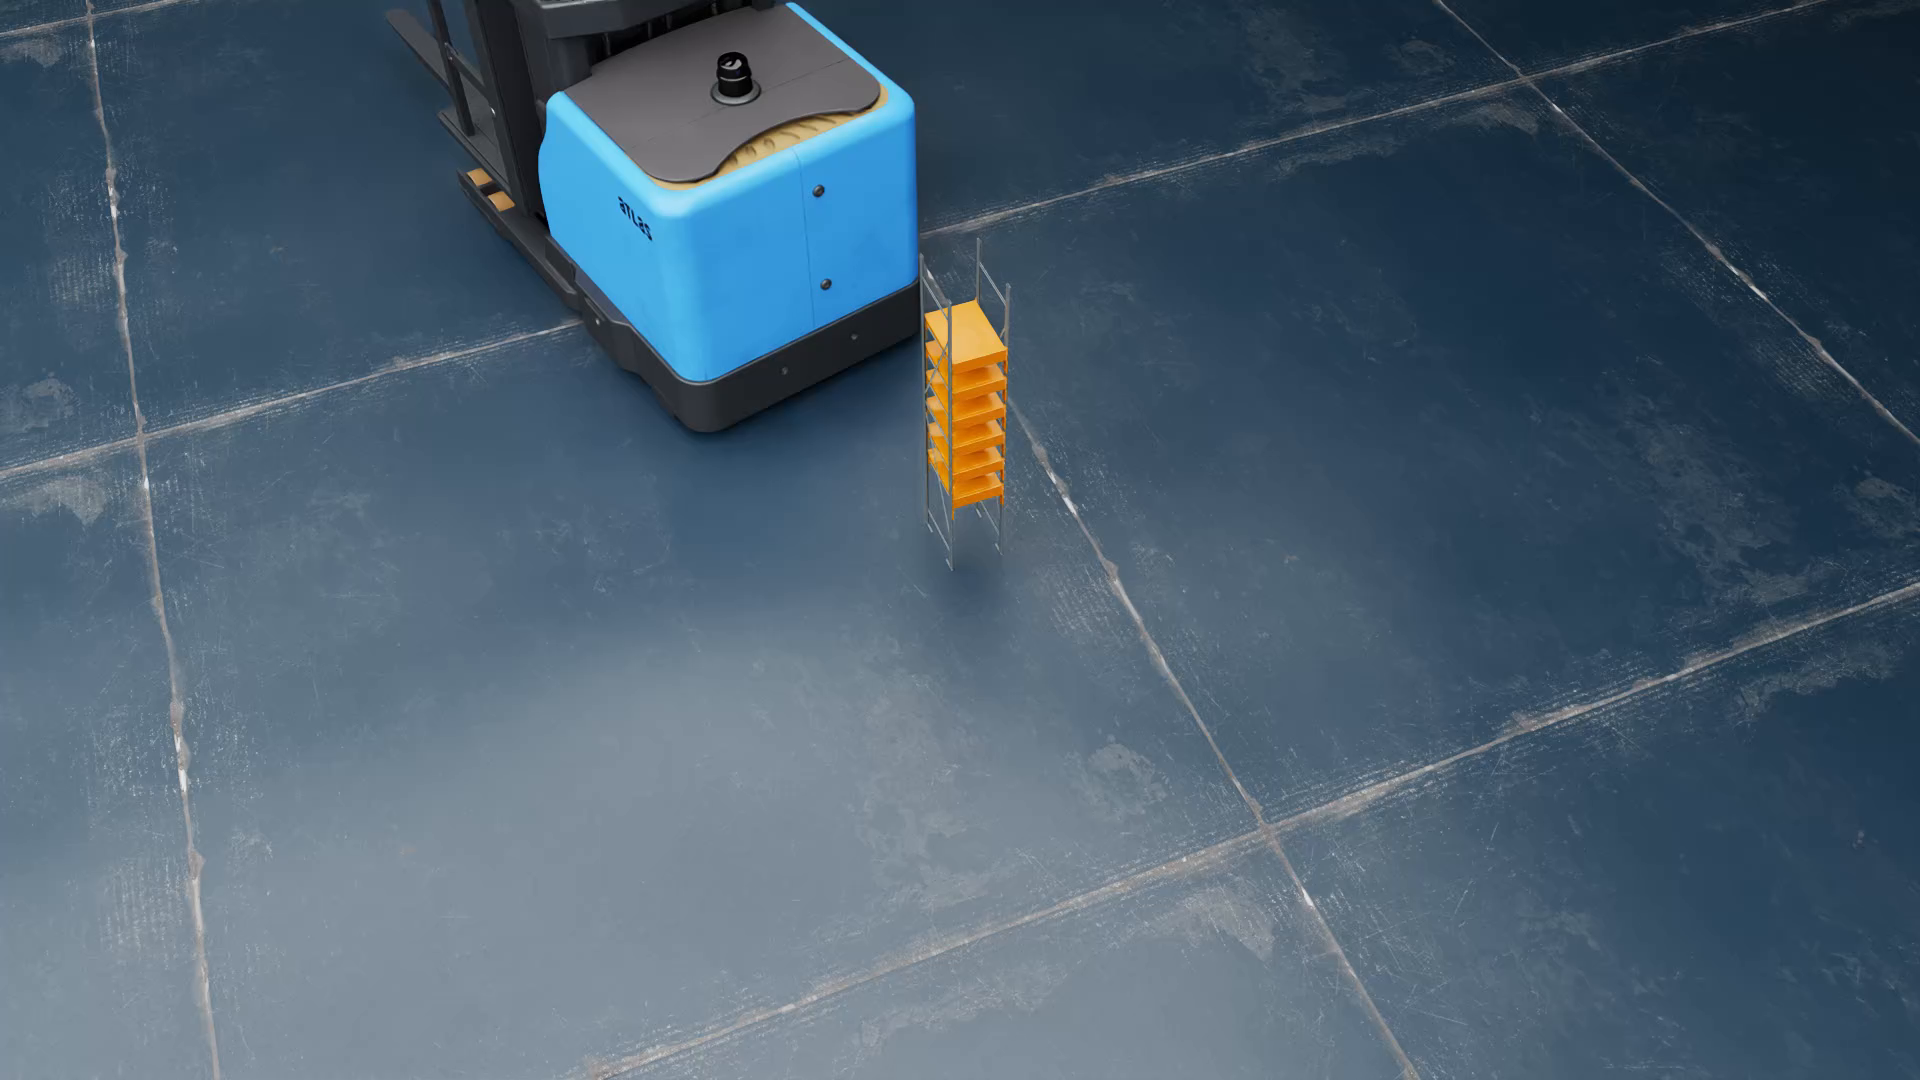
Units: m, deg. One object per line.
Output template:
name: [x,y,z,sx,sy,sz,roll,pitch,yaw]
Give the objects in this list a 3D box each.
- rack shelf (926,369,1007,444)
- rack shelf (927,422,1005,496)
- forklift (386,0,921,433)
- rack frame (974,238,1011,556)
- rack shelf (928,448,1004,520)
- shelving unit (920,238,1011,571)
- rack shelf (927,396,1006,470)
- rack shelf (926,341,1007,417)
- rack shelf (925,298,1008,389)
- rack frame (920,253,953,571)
rack shelf: [0.013,-0.444,5.241,0.180,0.103,0.258,-17,52,-14]
rack shelf: [0.013,-0.288,5.423,0.180,0.103,0.258,-17,52,-14]
forklift: [-1.419,-2.420,5.897,1.130,2.935,3.031,-29,55,-23]
rack frame: [0.098,-0.421,5.321,0.006,1.200,0.240,-17,52,-14]
rack shelf: [0.013,-0.210,5.514,0.180,0.103,0.258,-17,52,-14]
shelving unit: [0.013,-0.395,5.298,0.189,1.200,0.258,-17,52,-14]
rack shelf: [0.013,-0.366,5.332,0.180,0.103,0.258,-17,52,-14]
rack shelf: [0.013,-0.522,5.150,0.180,0.103,0.258,-17,52,-14]
rack shelf: [0.013,-0.601,5.059,0.180,0.103,0.258,-17,52,-14]
rack frame: [-0.071,-0.369,5.276,0.006,1.200,0.240,-17,52,-14]
